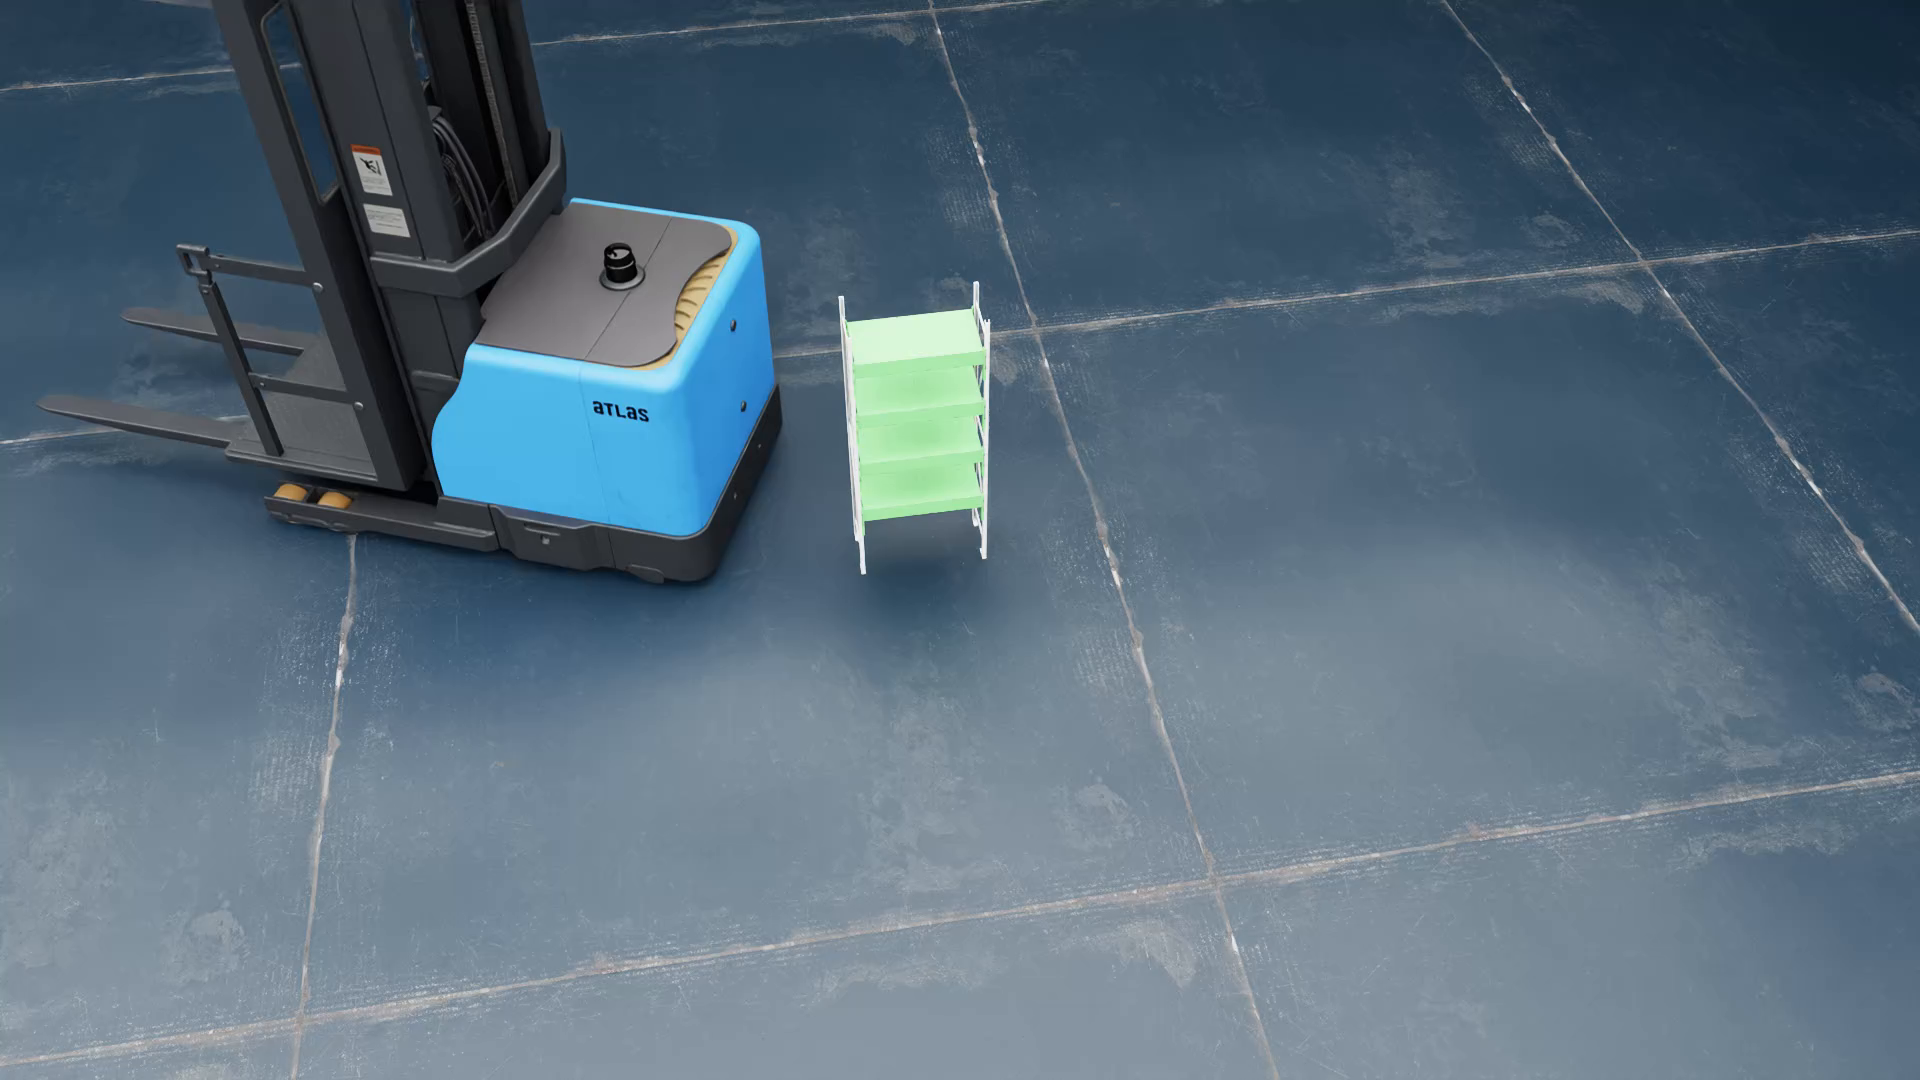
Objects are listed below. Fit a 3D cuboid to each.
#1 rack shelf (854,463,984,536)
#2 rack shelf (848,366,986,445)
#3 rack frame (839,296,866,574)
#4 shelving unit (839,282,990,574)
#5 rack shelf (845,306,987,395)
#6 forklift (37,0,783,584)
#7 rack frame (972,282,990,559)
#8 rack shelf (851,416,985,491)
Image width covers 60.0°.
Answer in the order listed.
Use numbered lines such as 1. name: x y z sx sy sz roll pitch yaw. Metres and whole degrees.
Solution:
1. rack shelf: -0.163 -0.185 6.517 0.480 0.148 0.258 -7 46 -7
2. rack shelf: -0.163 -0.518 6.172 0.480 0.148 0.258 -7 46 -7
3. rack frame: -0.404 -0.366 6.269 0.015 1.200 0.240 -7 46 -7
4. shelving unit: -0.163 -0.396 6.298 0.503 1.200 0.258 -7 46 -7
5. rack shelf: -0.163 -0.685 5.999 0.480 0.148 0.258 -7 46 -7
6. forklift: -2.334 -1.410 6.073 3.031 2.935 1.130 10 47 9
7. rack frame: 0.077 -0.426 6.327 0.015 1.200 0.240 -7 46 -7
8. rack shelf: -0.163 -0.352 6.344 0.480 0.148 0.258 -7 46 -7
